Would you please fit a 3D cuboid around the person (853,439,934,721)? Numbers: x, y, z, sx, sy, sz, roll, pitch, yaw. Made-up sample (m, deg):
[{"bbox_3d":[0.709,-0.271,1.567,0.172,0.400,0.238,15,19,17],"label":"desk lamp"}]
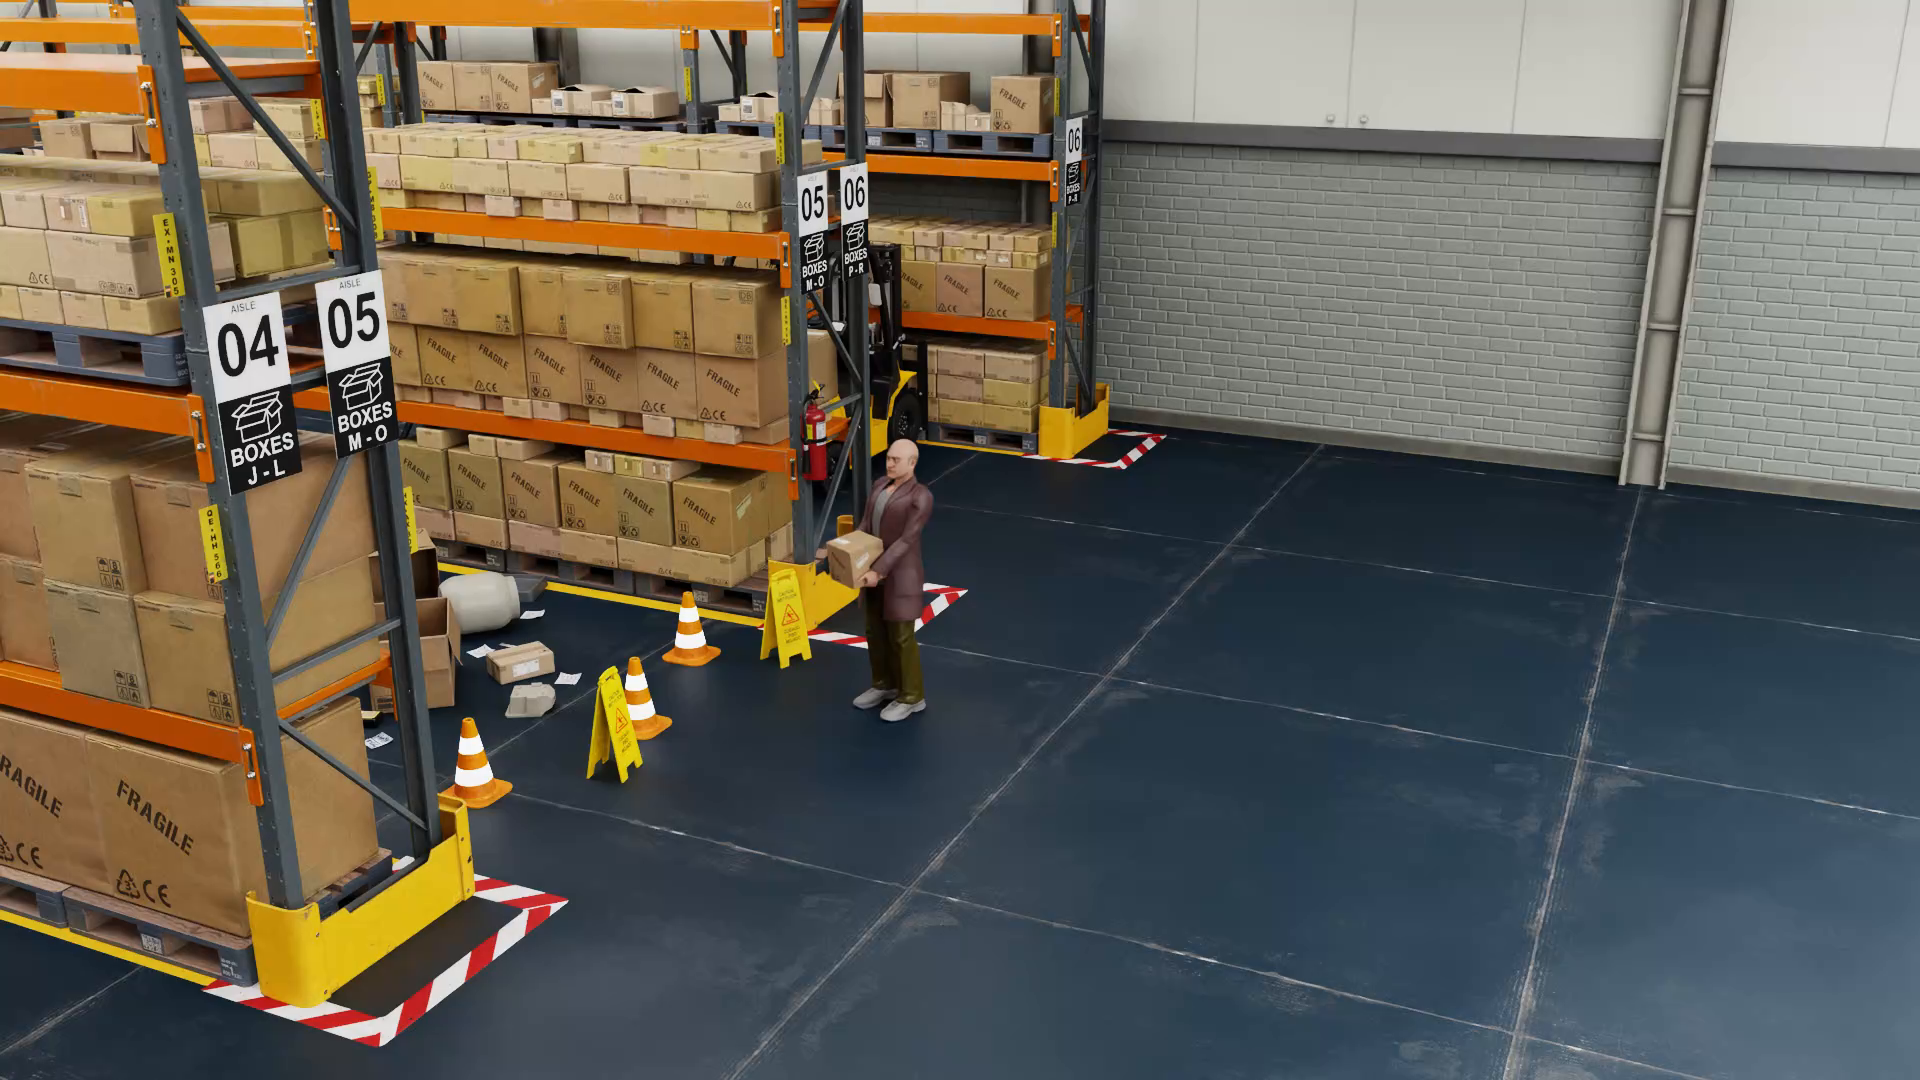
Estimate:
[{"bbox_3d":[-0.488,0.257,10.341,0.563,1.770,0.529,-15,24,-37],"label":"person"}]
